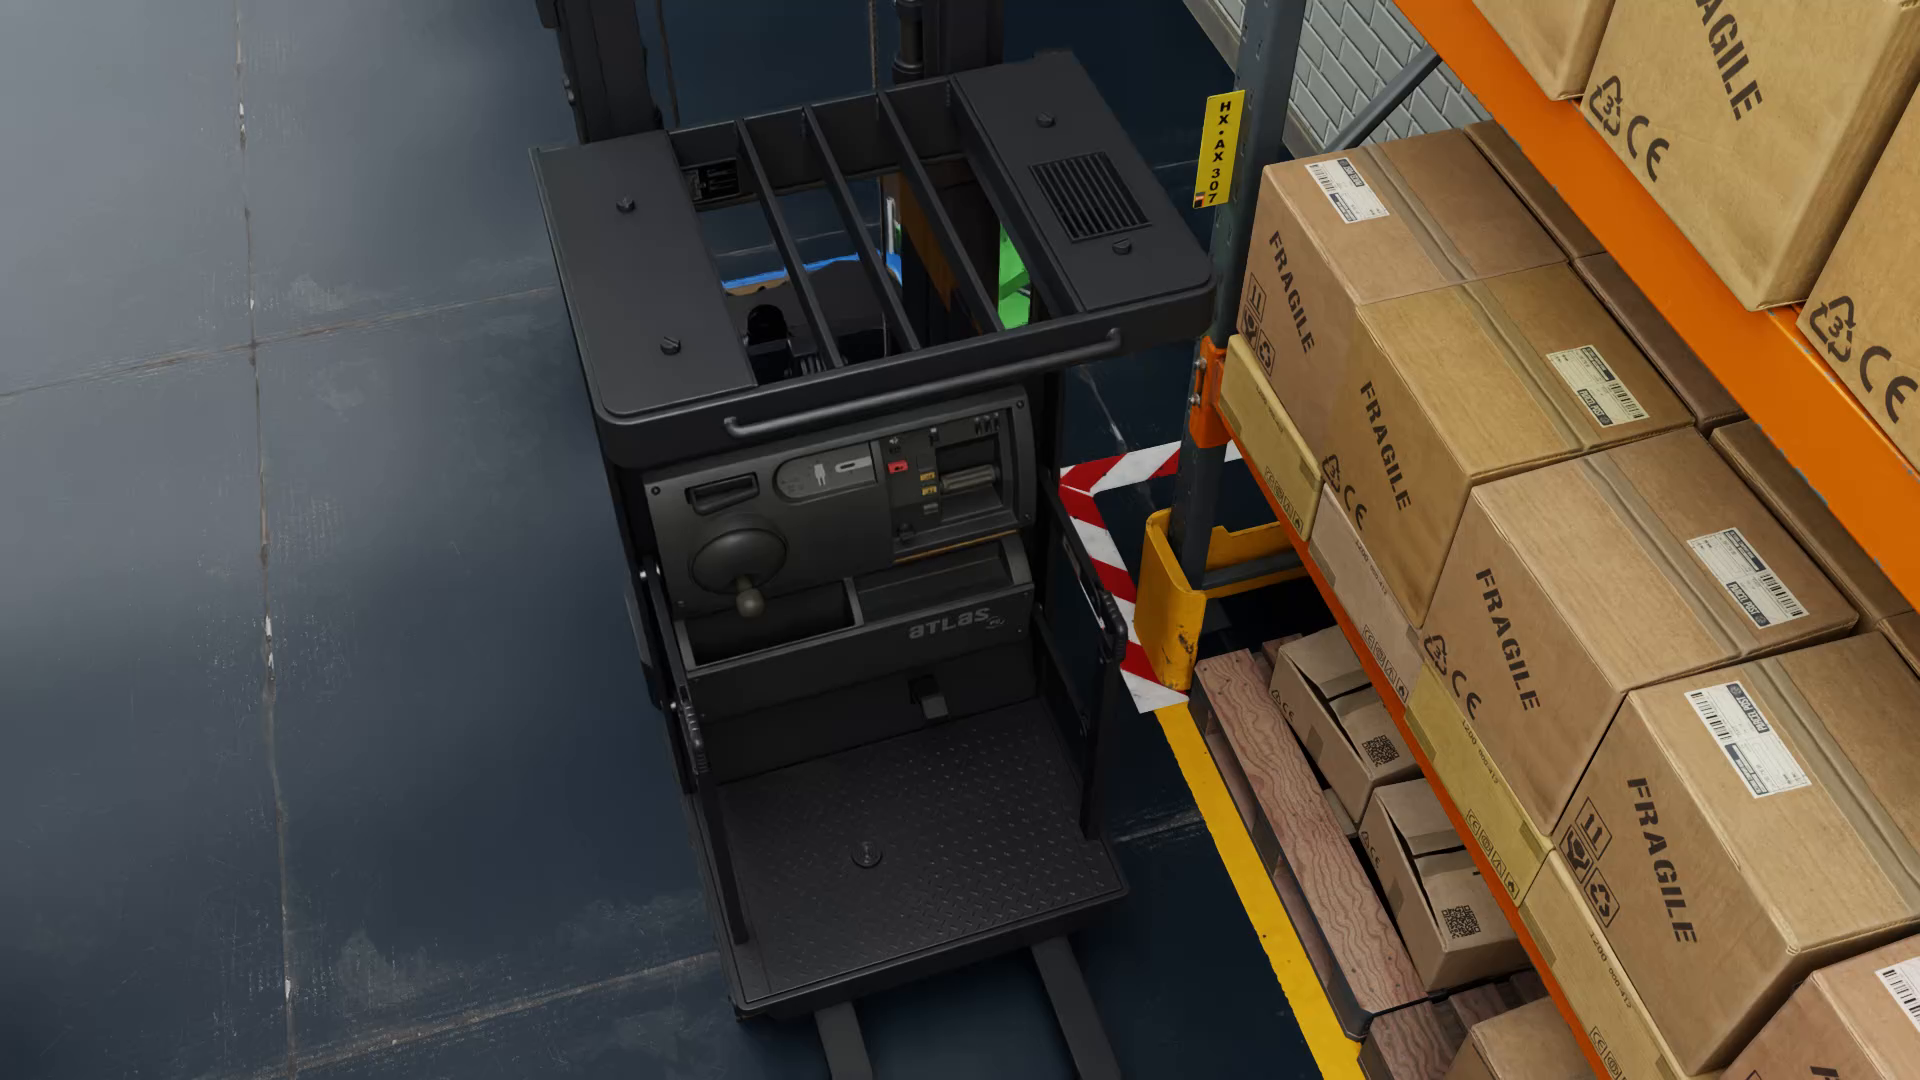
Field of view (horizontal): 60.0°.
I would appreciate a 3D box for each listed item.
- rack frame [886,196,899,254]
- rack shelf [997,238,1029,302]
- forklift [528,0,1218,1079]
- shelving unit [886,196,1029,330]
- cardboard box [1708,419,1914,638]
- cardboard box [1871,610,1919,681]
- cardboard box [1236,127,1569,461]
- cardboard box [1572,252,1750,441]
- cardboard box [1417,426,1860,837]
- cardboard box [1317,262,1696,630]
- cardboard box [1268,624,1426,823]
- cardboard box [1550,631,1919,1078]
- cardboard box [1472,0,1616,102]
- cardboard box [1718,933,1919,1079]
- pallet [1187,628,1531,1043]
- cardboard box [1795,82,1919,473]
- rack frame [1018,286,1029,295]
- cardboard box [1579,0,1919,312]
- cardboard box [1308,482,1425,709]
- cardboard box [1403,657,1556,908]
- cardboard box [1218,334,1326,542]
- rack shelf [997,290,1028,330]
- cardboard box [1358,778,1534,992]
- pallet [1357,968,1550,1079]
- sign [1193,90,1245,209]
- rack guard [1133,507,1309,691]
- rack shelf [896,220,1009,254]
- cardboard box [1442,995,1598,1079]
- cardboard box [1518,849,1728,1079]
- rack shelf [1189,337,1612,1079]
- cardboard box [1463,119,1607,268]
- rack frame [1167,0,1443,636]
[{"bbox_3d":[-0.135,-0.594,5.466,0.015,1.200,0.240,-37,59,-27],"label":"rack frame"},{"bbox_3d":[0.039,-0.839,5.442,0.480,0.148,0.258,-37,59,-27],"label":"rack shelf"},{"bbox_3d":[-0.199,0.021,3.815,1.130,2.935,3.031,-14,51,-12],"label":"forklift"},{"bbox_3d":[0.039,-0.725,5.577,0.503,1.200,0.258,-37,59,-27],"label":"shelving unit"},{"bbox_3d":[1.783,0.060,3.332,0.500,0.500,0.500,-15,51,-12],"label":"cardboard box"},{"bbox_3d":[1.932,0.428,3.022,0.500,0.500,0.500,-13,51,-10],"label":"cardboard box"},{"bbox_3d":[0.999,-0.566,3.860,0.500,0.500,0.500,-13,51,-11],"label":"cardboard box"},{"bbox_3d":[1.626,-0.317,3.650,0.500,0.500,0.500,-13,51,-10],"label":"cardboard box"},{"bbox_3d":[1.282,0.176,3.234,0.500,0.500,0.500,-15,51,-12],"label":"cardboard box"},{"bbox_3d":[1.135,-0.203,3.554,0.500,0.500,0.500,-13,51,-11],"label":"cardboard box"},{"bbox_3d":[1.263,0.468,4.865,0.500,0.311,0.500,-19,52,-15],"label":"cardboard box"},{"bbox_3d":[1.446,0.550,2.919,0.500,0.500,0.500,-12,51,-10],"label":"cardboard box"},{"bbox_3d":[1.129,-1.087,2.664,0.500,0.500,0.500,-10,51,-9],"label":"cardboard box"},{"bbox_3d":[1.601,0.930,2.599,0.500,0.500,0.500,-15,51,-12],"label":"cardboard box"},{"bbox_3d":[1.374,0.773,4.961,1.003,0.211,1.213,-13,51,-11],"label":"pallet"},{"bbox_3d":[1.465,-0.323,2.020,0.500,0.500,0.500,-10,51,-9],"label":"cardboard box"},{"bbox_3d":[0.213,-0.856,5.687,0.015,1.200,0.240,-37,59,-27],"label":"rack frame"},{"bbox_3d":[1.287,-0.709,2.345,0.500,0.500,0.500,-11,51,-9],"label":"cardboard box"},{"bbox_3d":[1.153,0.063,3.820,0.500,0.250,0.500,-15,51,-12],"label":"cardboard box"},{"bbox_3d":[1.298,0.437,3.505,0.500,0.250,0.500,-14,51,-12],"label":"cardboard box"},{"bbox_3d":[0.986,-0.313,4.137,0.500,0.250,0.500,-15,51,-12],"label":"cardboard box"},{"bbox_3d":[0.039,-0.684,5.625,0.480,0.148,0.258,-37,59,-27],"label":"rack shelf"},{"bbox_3d":[1.432,0.884,4.514,0.500,0.311,0.500,-10,51,-8],"label":"cardboard box"},{"bbox_3d":[1.731,1.662,4.211,1.003,0.211,1.213,-13,51,-11],"label":"pallet"},{"bbox_3d":[0.626,-0.939,4.014,0.100,0.325,0.005,-13,51,-11],"label":"sign"},{"bbox_3d":[1.167,0.078,5.357,1.175,0.500,0.348,-13,51,-11],"label":"rack guard"},{"bbox_3d":[0.039,-0.993,5.258,0.480,0.148,0.258,-37,59,-27],"label":"rack shelf"},{"bbox_3d":[1.601,1.370,3.980,0.700,0.500,0.500,-16,52,-13],"label":"cardboard box"},{"bbox_3d":[1.445,0.806,3.193,0.500,0.250,0.500,-13,51,-11],"label":"cardboard box"},{"bbox_3d":[1.736,0.910,3.492,1.077,0.370,4.000,-13,51,-11],"label":"rack shelf"},{"bbox_3d":[1.487,-0.687,3.961,0.500,0.500,0.500,-14,51,-11],"label":"cardboard box"},{"bbox_3d":[1.145,-0.783,4.448,1.000,3.000,0.127,-13,51,-11],"label":"rack frame"}]
